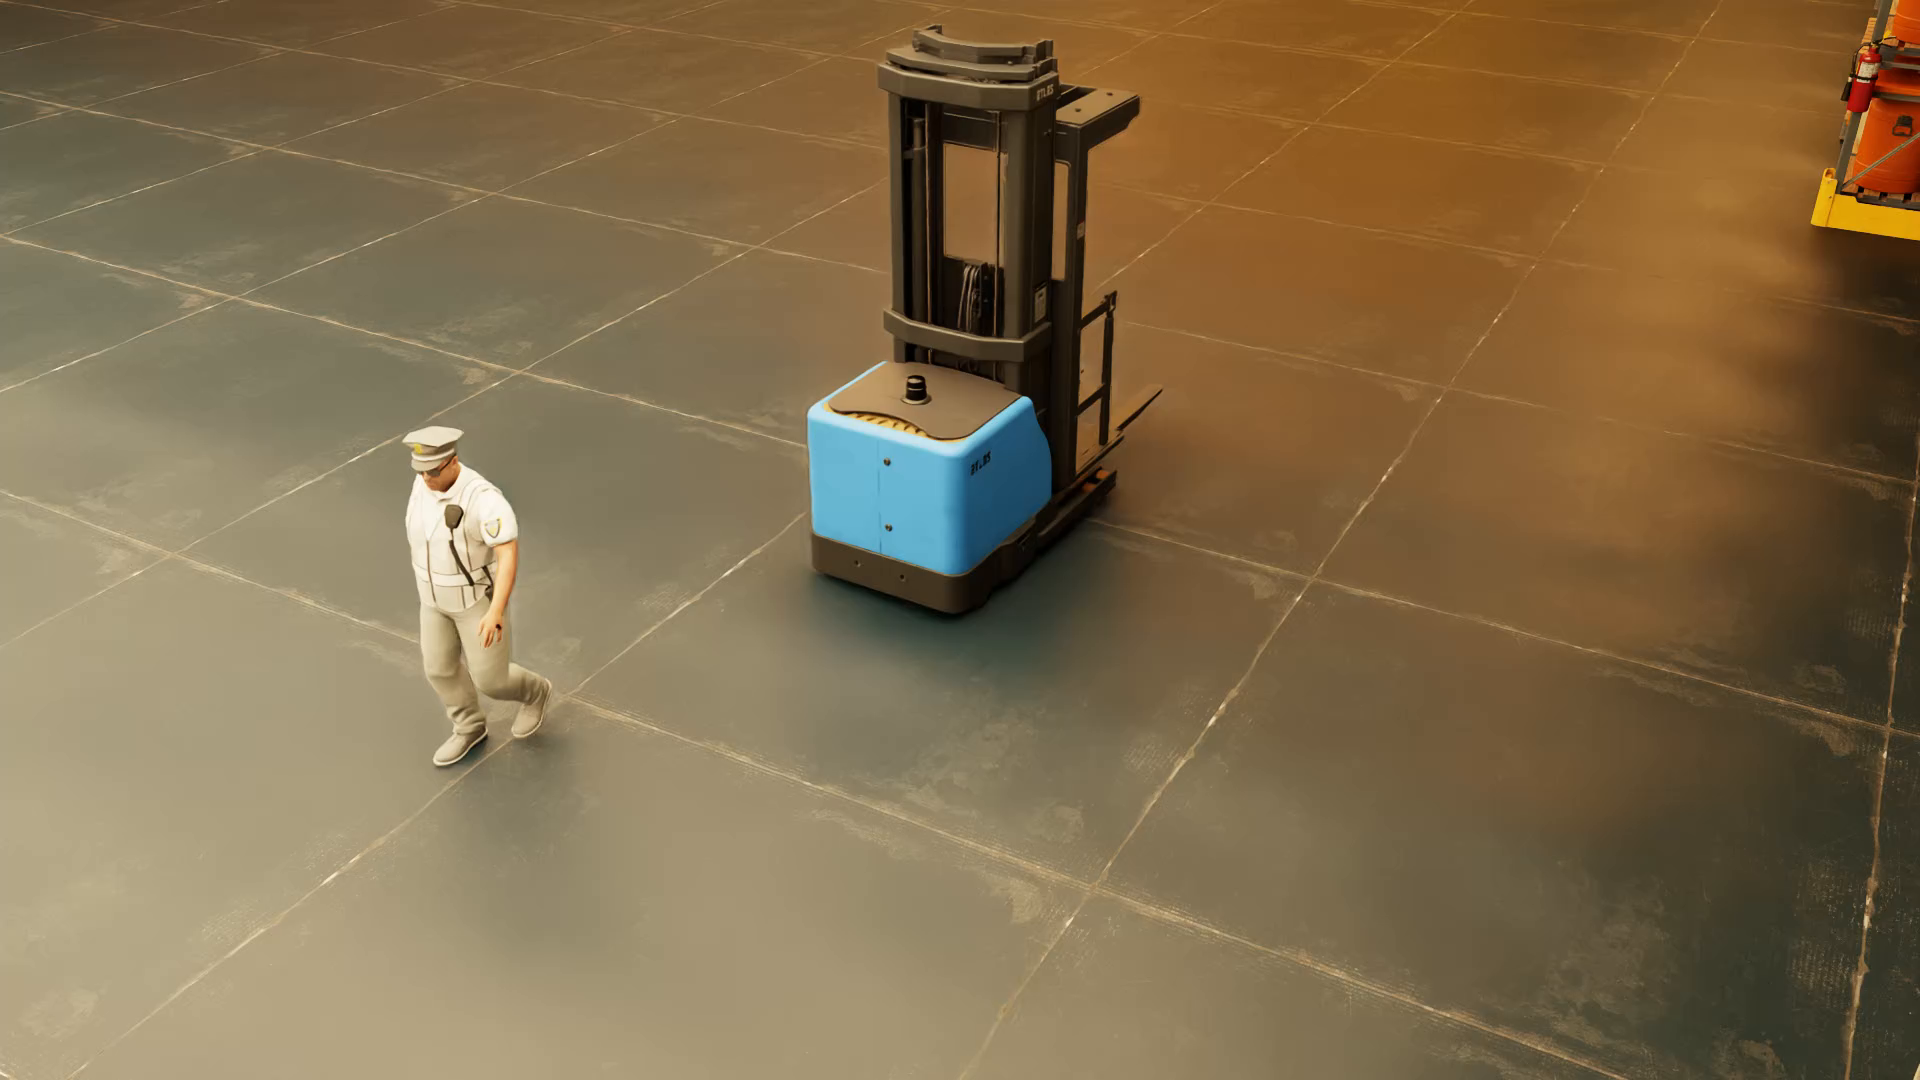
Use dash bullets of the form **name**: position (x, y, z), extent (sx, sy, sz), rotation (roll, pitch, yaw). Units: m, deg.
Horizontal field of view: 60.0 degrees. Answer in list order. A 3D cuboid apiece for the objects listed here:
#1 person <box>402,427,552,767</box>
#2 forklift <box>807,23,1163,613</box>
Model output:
- **person**: position (-2.329, 0.254, 7.838), extent (0.792, 1.730, 0.576), rotation (13, 33, 22)
- **forklift**: position (0.329, -1.567, 9.785), extent (1.130, 2.935, 3.031), rotation (17, 34, 26)
